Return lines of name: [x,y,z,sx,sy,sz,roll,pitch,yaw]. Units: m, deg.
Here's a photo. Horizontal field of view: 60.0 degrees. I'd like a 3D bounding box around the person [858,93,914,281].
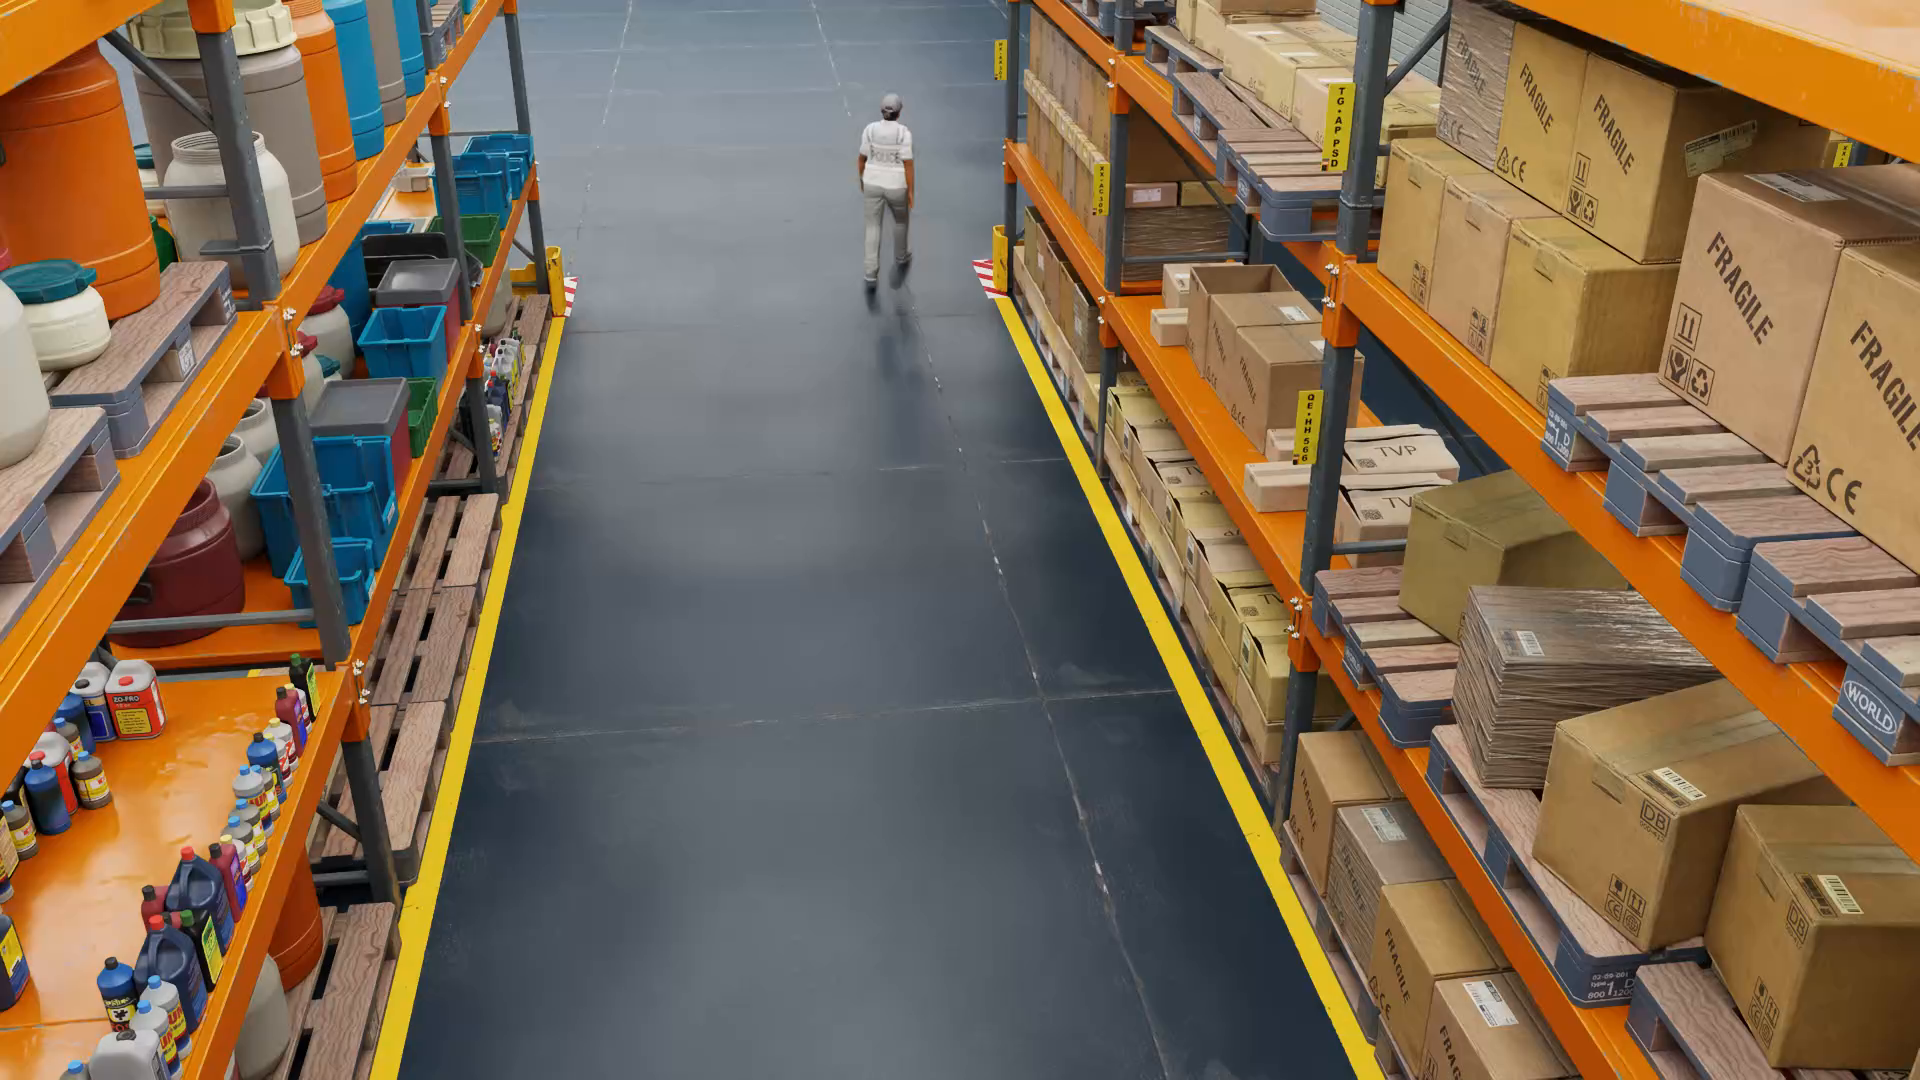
person: [-0.638,-3.153,14.713,0.518,1.602,1.021,3,27,6]
